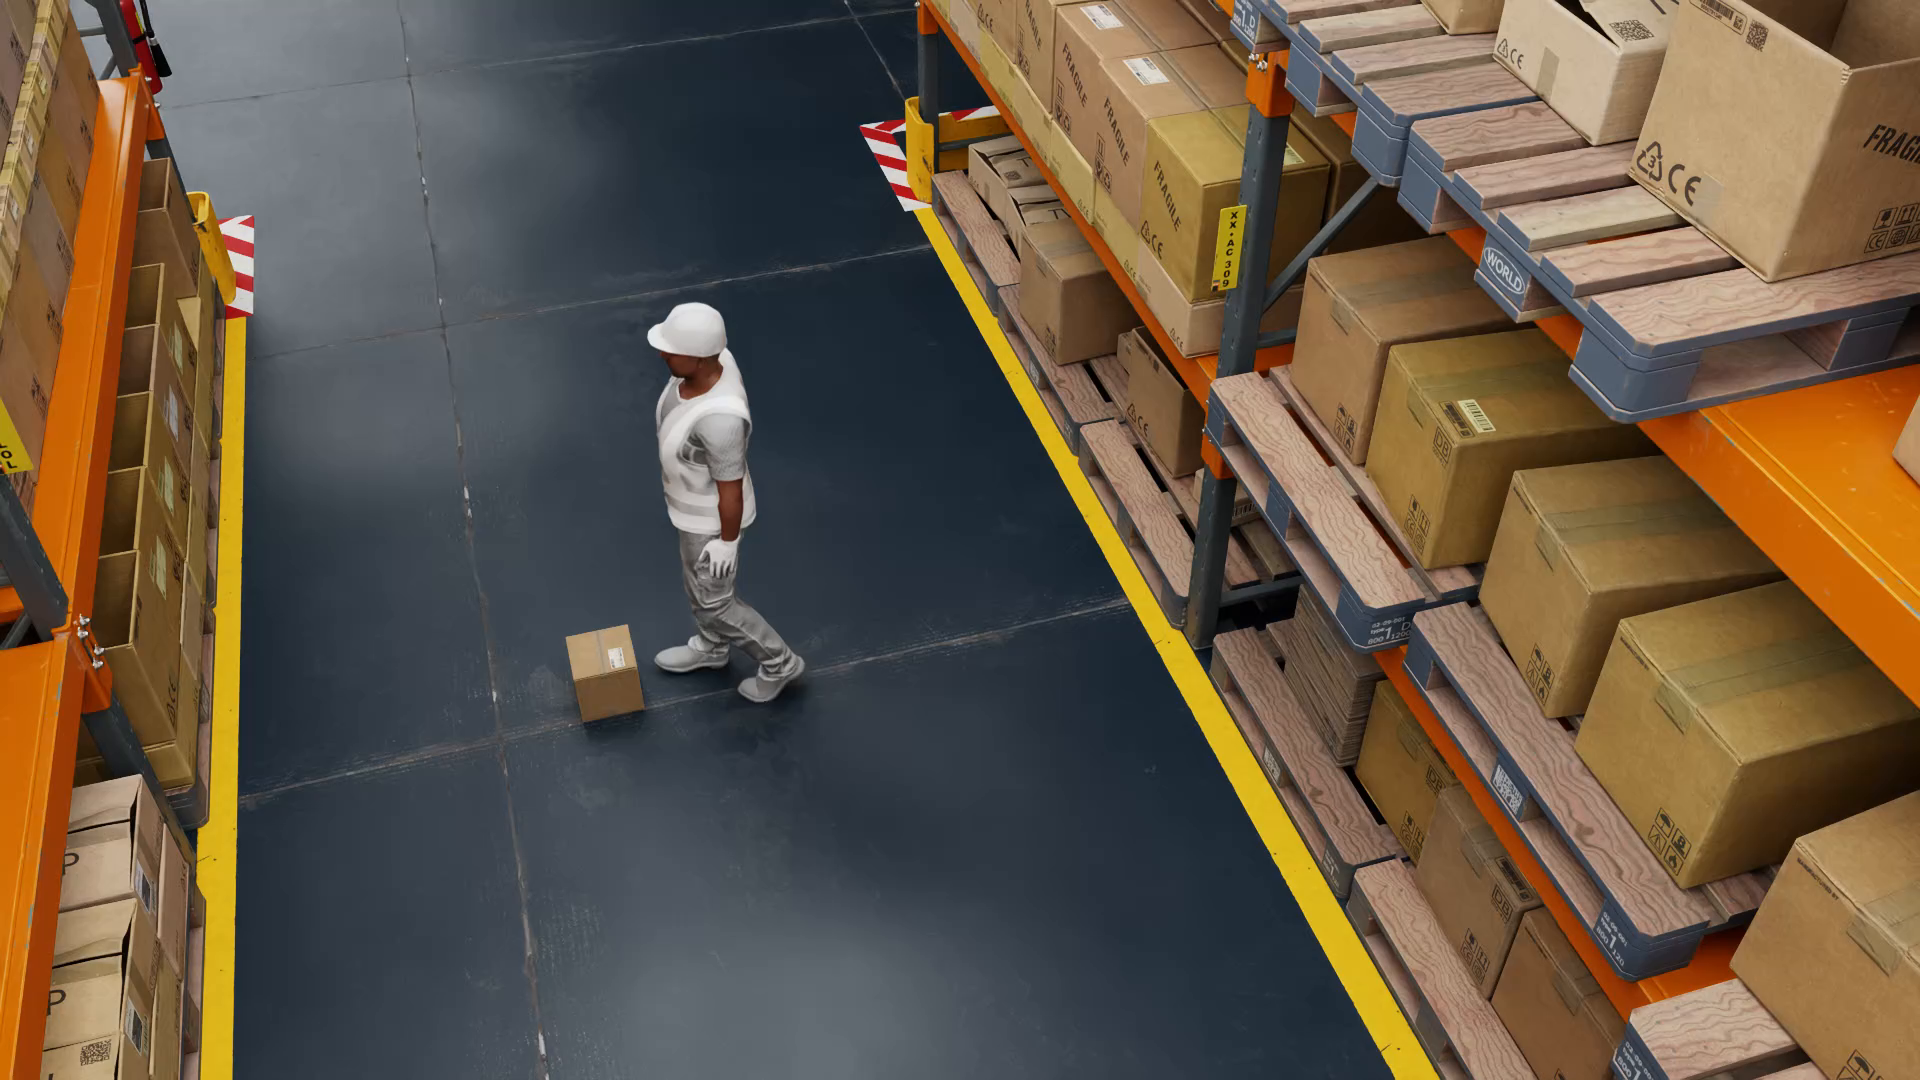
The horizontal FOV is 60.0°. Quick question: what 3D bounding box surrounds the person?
[{"bbox_3d":[-0.955,-0.140,6.297,0.600,1.794,0.589,-8,43,-9],"label":"person"}]
